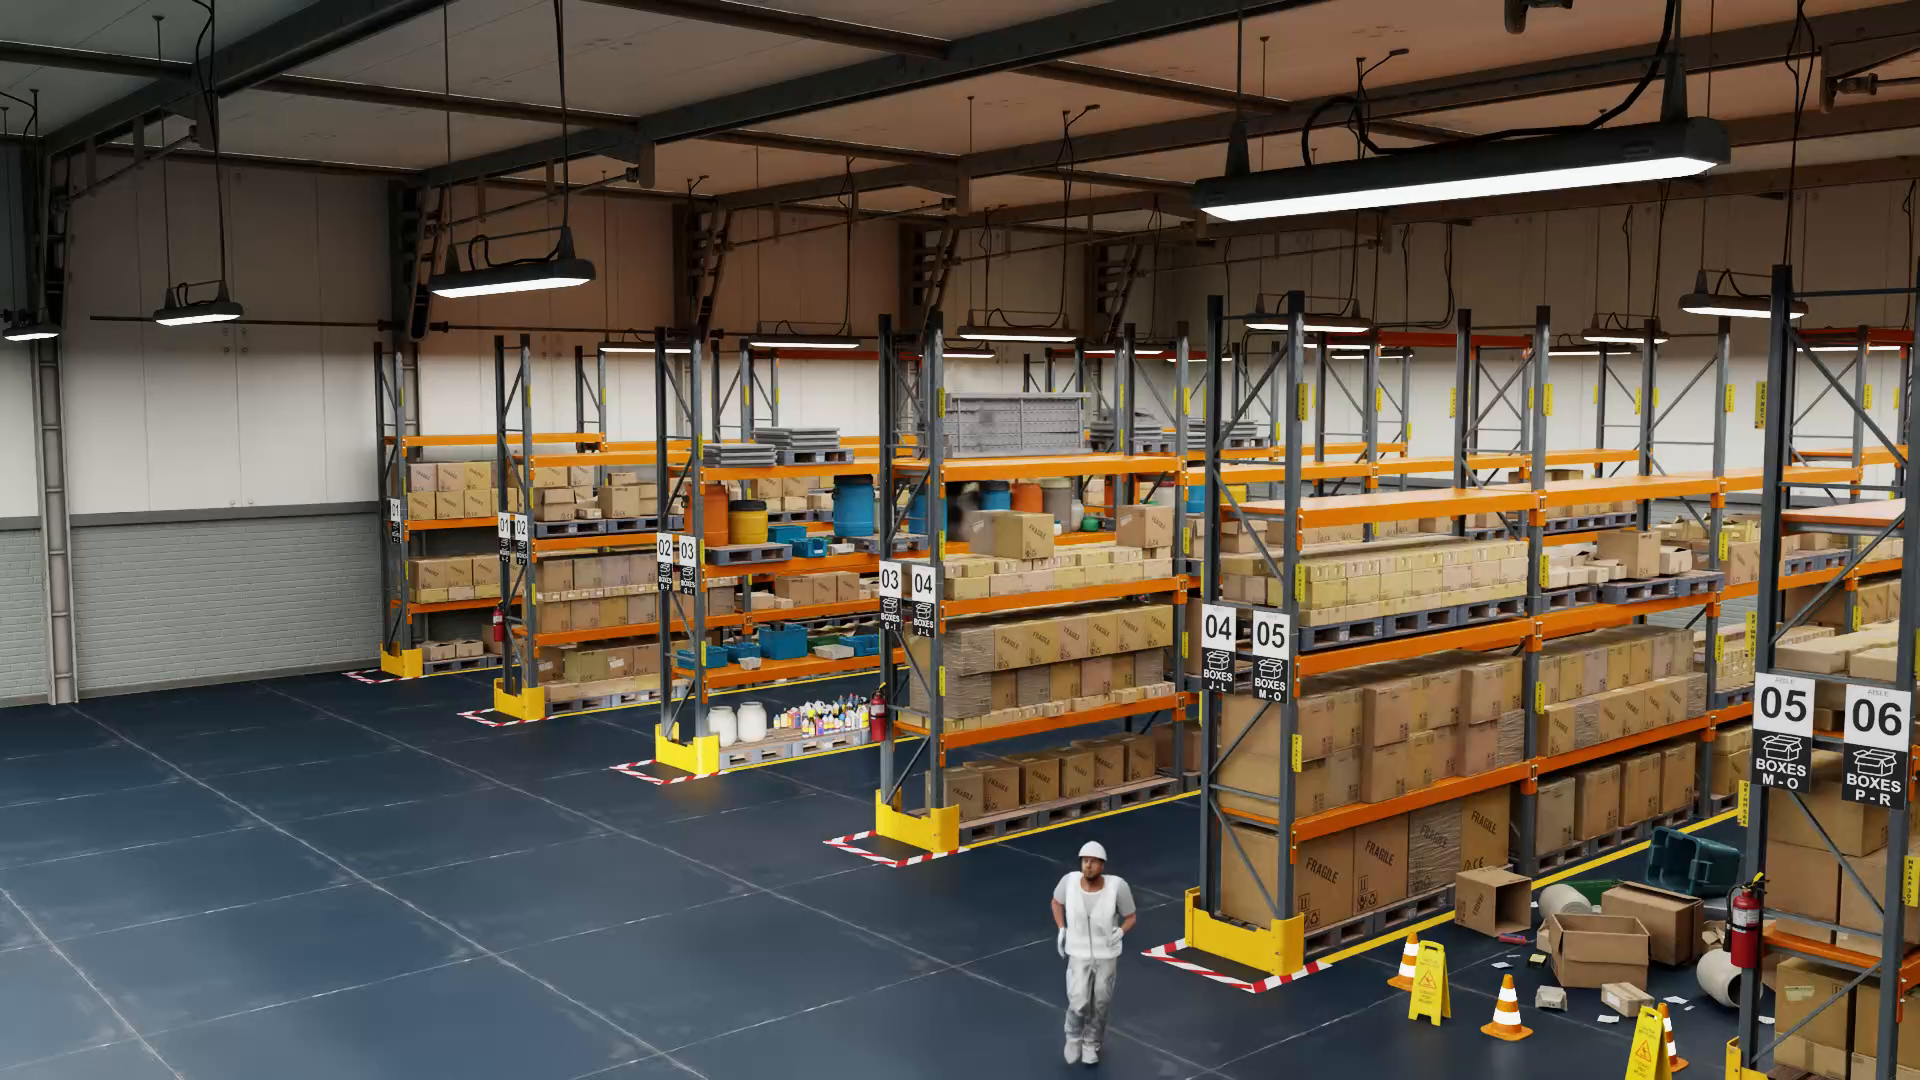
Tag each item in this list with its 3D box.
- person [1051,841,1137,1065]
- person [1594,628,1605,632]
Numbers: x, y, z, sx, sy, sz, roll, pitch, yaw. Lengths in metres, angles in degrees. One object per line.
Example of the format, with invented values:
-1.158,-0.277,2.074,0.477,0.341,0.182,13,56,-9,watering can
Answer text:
1.002,3.144,12.538,0.656,1.752,0.637,1,5,6,person
9.079,2.163,23.825,0.704,1.649,0.653,5,7,43,person
